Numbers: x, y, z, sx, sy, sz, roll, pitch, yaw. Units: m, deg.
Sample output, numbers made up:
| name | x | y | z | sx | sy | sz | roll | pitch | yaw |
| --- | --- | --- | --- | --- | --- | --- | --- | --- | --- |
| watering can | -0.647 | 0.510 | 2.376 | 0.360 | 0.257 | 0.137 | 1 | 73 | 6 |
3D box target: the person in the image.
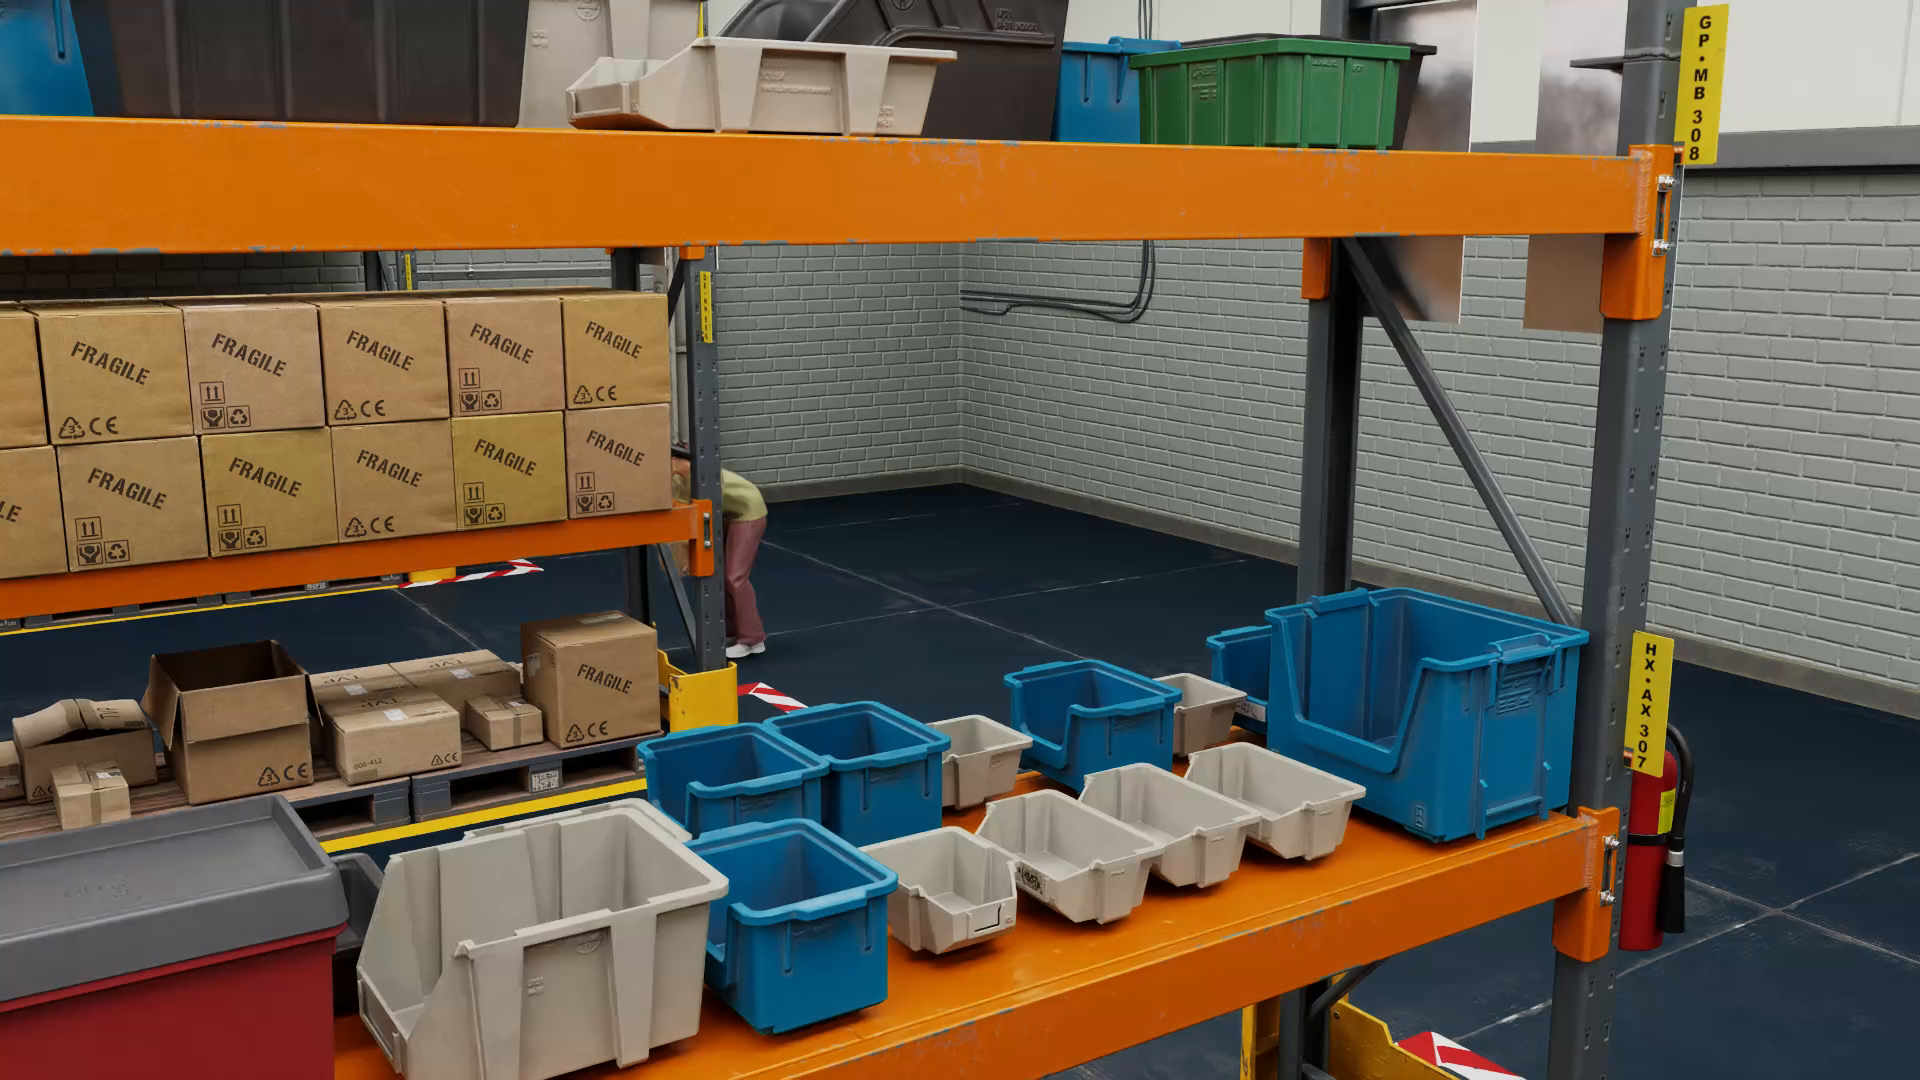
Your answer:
| name | x | y | z | sx | sy | sz | roll | pitch | yaw |
| --- | --- | --- | --- | --- | --- | --- | --- | --- | --- |
| person | -1.538 | 0.034 | 10.040 | 0.777 | 1.380 | 0.406 | -8 | 14 | -34 |
